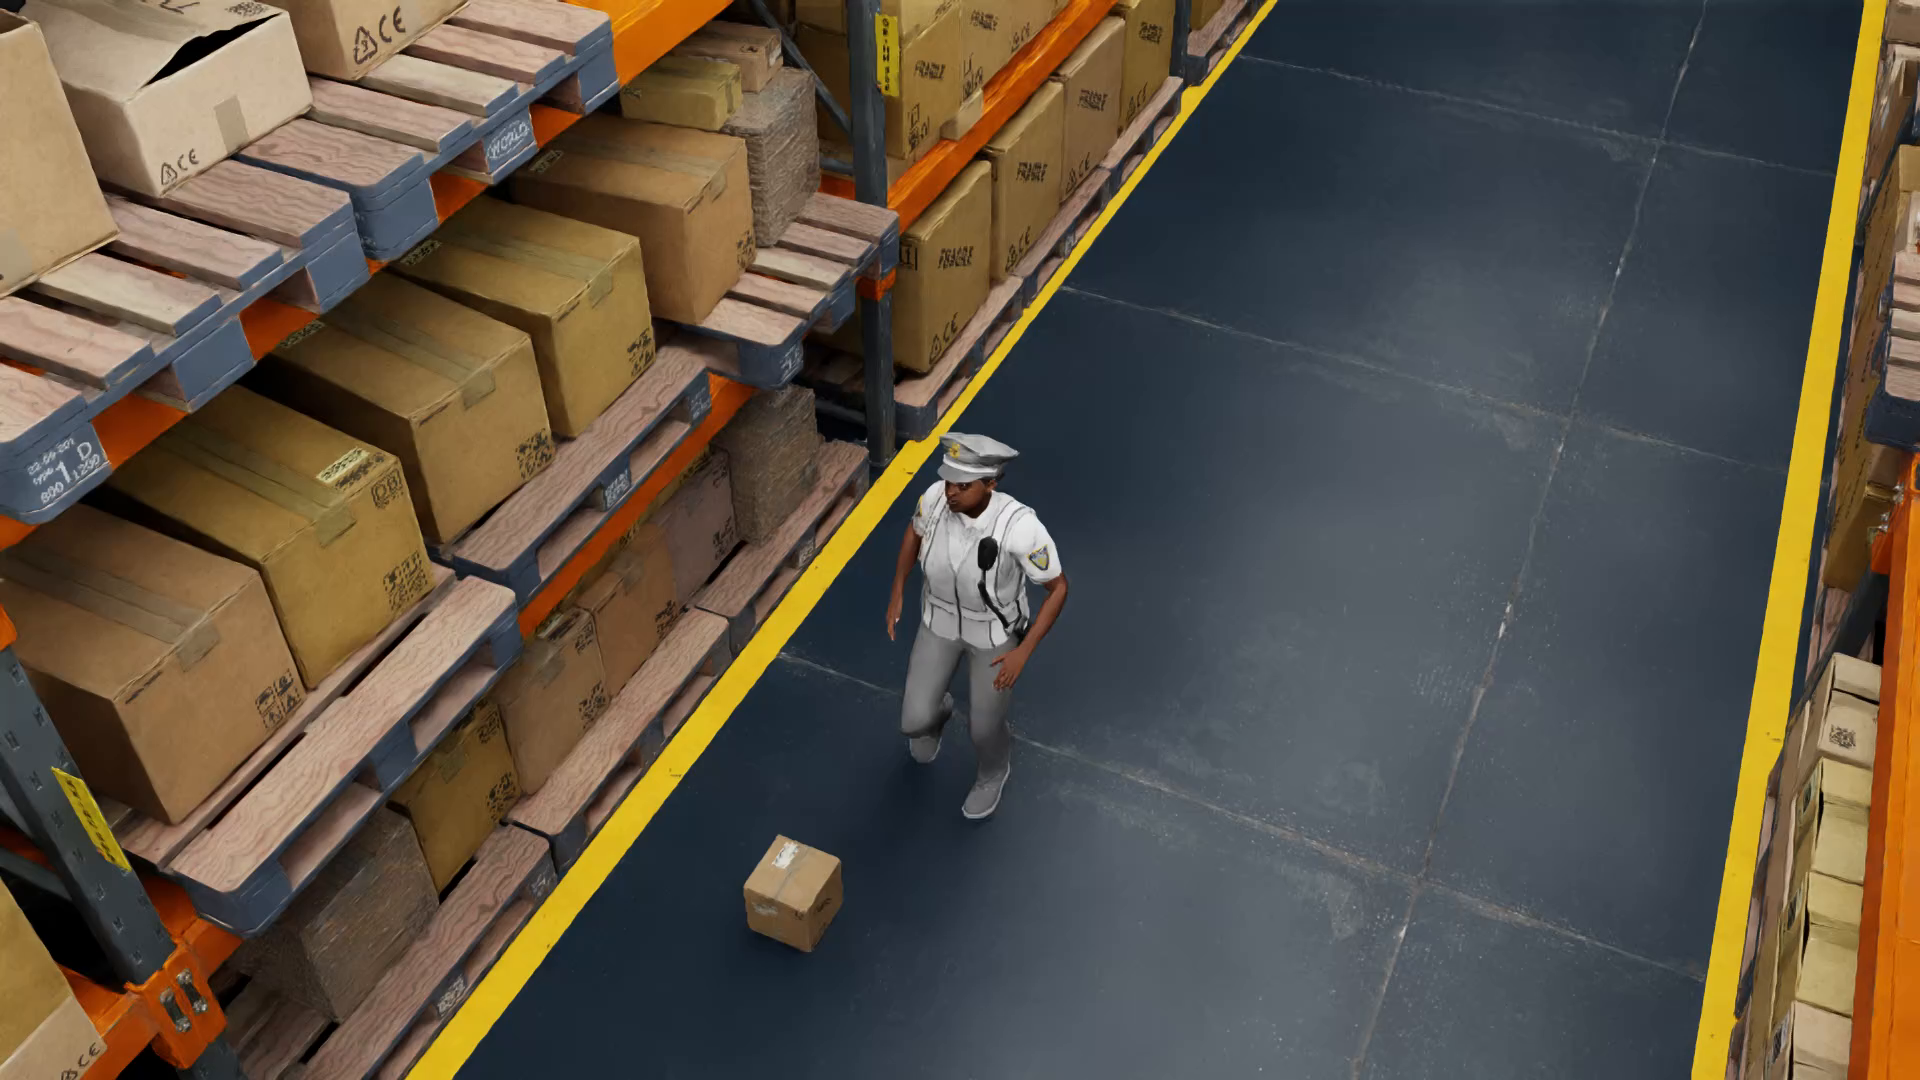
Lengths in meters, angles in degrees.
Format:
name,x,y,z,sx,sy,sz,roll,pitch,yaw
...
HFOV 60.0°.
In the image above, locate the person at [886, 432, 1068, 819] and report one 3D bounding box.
name,x,y,z,sx,sy,sz,roll,pitch,yaw
person,0.035,0.335,5.793,0.639,1.672,0.467,15,44,16
